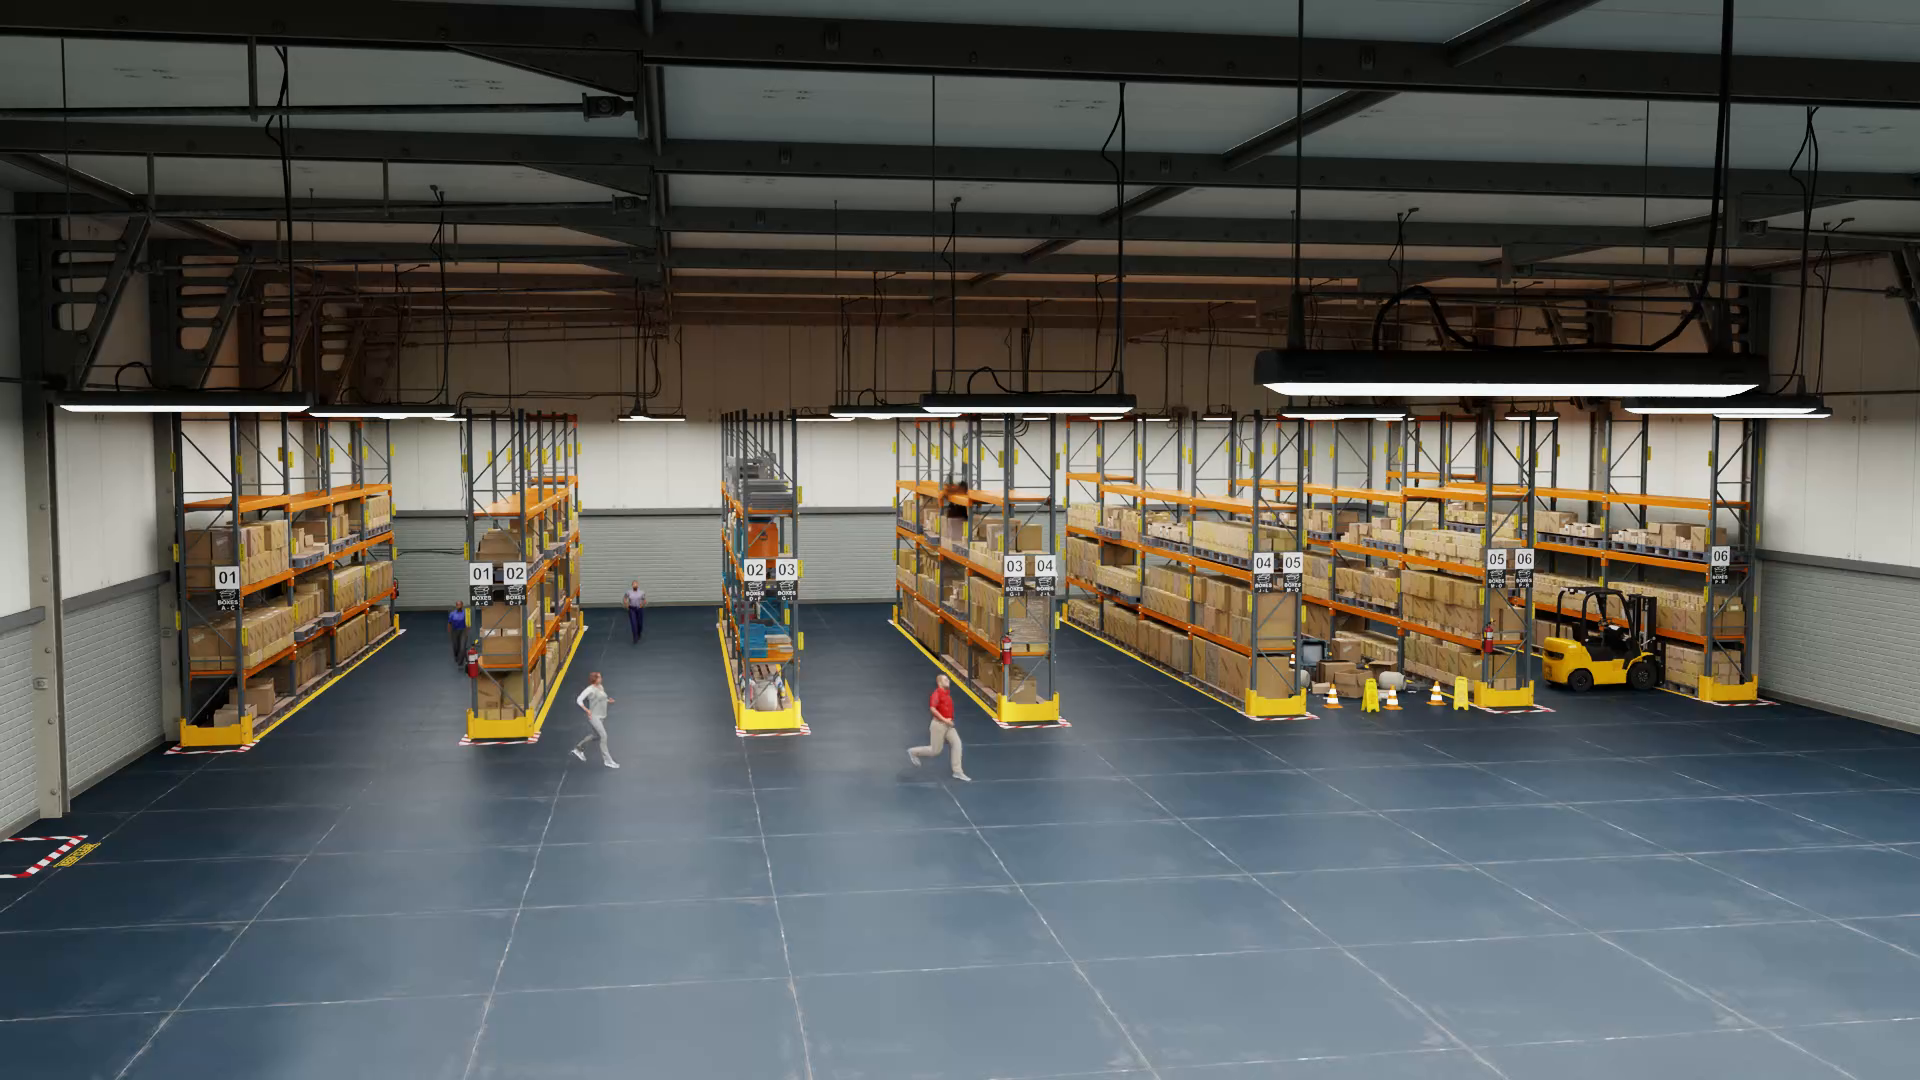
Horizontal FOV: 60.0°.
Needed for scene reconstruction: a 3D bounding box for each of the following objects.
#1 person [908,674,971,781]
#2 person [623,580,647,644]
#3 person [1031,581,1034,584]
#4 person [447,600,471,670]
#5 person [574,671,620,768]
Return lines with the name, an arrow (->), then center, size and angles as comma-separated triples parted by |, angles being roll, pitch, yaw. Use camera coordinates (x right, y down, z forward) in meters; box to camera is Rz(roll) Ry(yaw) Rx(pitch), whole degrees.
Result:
person -> -0.323, 3.028, 26.842 | 1.053, 1.726, 0.640 | 2, 4, 25
person -> -8.514, 1.875, 43.598 | 0.613, 1.640, 0.715 | -1, 4, -16
person -> 1.982, 1.536, 49.165 | 0.899, 1.490, 0.696 | -2, 5, -32
person -> -11.711, 2.216, 38.945 | 0.582, 1.618, 0.578 | -1, 4, -16
person -> -6.071, 2.973, 27.696 | 0.884, 1.592, 0.535 | 1, 4, 14
